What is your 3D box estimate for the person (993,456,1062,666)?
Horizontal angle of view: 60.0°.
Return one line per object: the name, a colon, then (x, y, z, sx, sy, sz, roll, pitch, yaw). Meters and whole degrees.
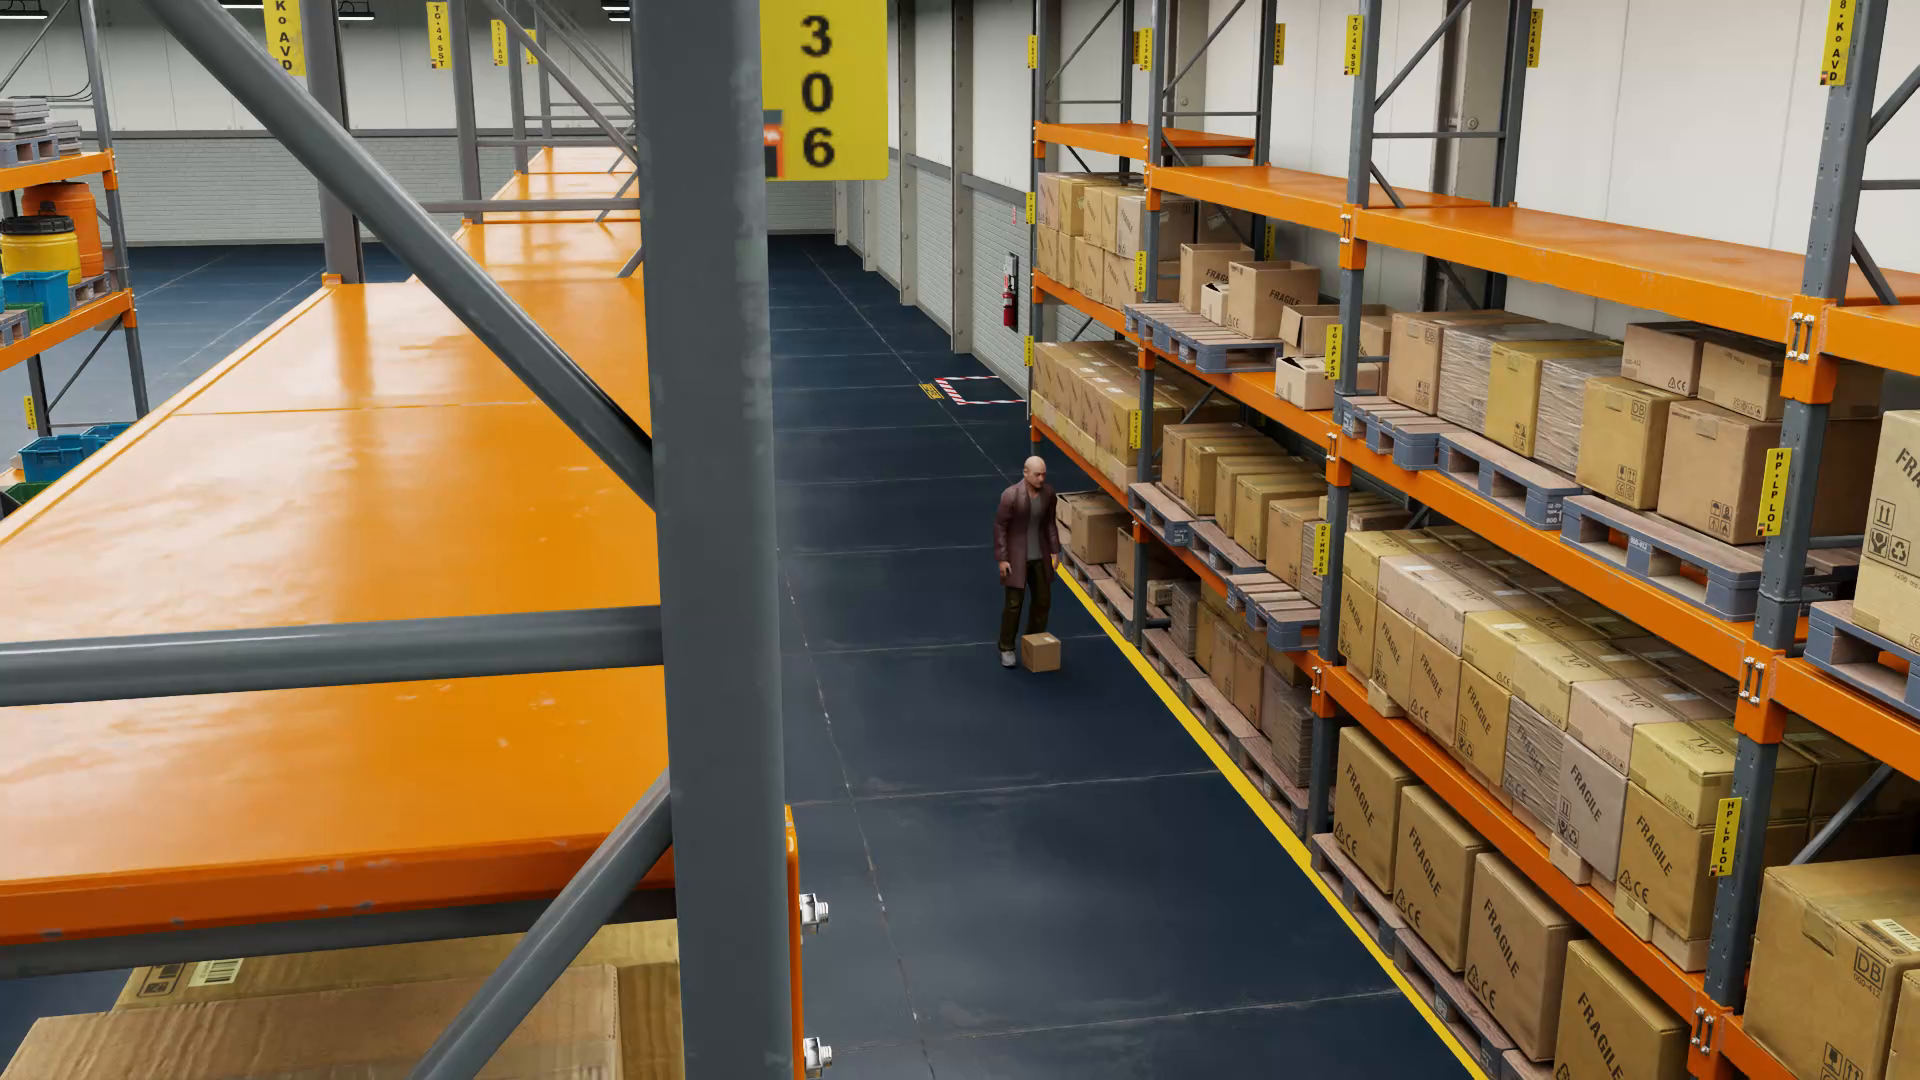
person: (0.578, 0.153, 14.034, 0.646, 1.772, 0.429, -9, 18, -28)
